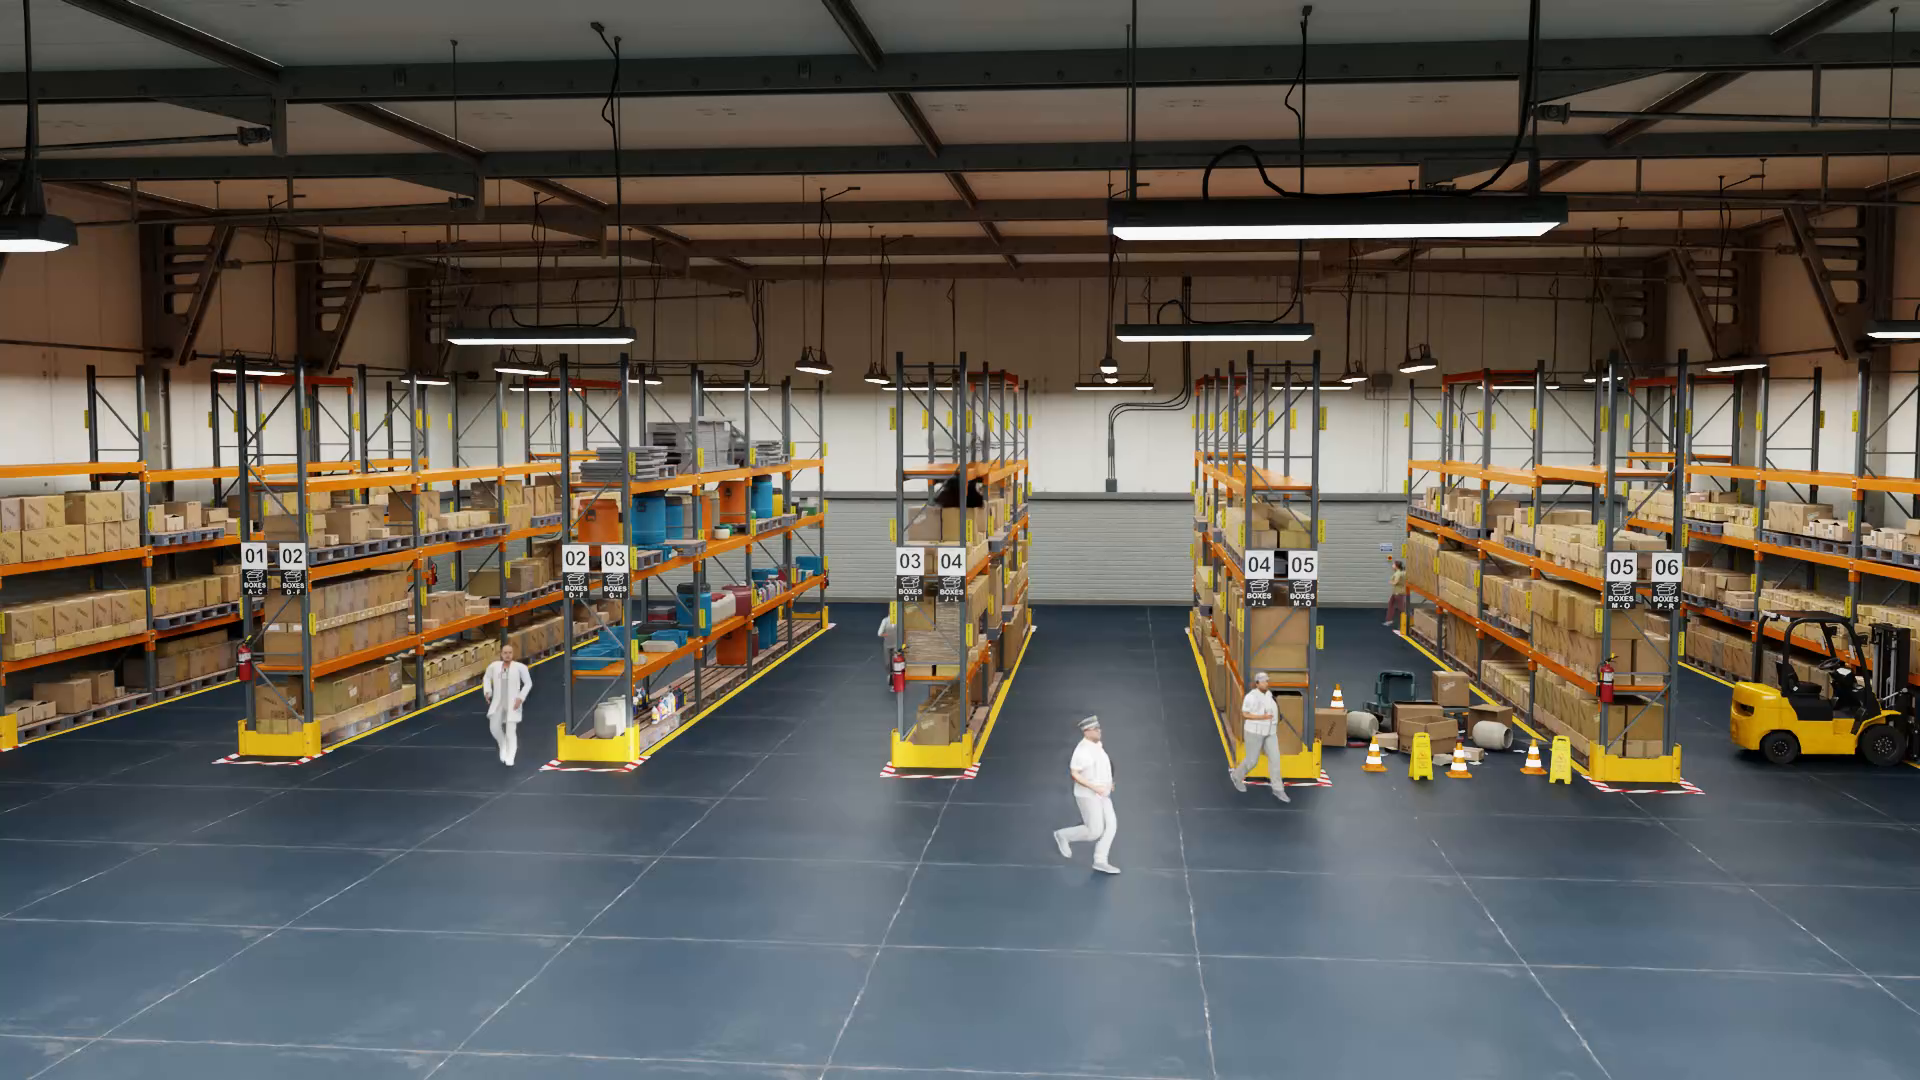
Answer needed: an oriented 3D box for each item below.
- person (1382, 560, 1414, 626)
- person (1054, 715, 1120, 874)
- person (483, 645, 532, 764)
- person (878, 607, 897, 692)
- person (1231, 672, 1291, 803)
[{"bbox_3d":[10.656,1.308,40.398,0.867,1.655,0.644,2,4,23],"label":"person"},{"bbox_3d":[1.441,2.822,18.555,0.752,1.752,0.663,2,5,28],"label":"person"},{"bbox_3d":[-6.631,2.412,24.273,0.737,1.743,0.570,0,4,-2],"label":"person"},{"bbox_3d":[-1.254,2.004,30.981,0.545,1.562,0.871,0,4,2],"label":"person"},{"bbox_3d":[3.976,2.587,22.038,0.590,1.679,0.926,-3,5,-32],"label":"person"}]
